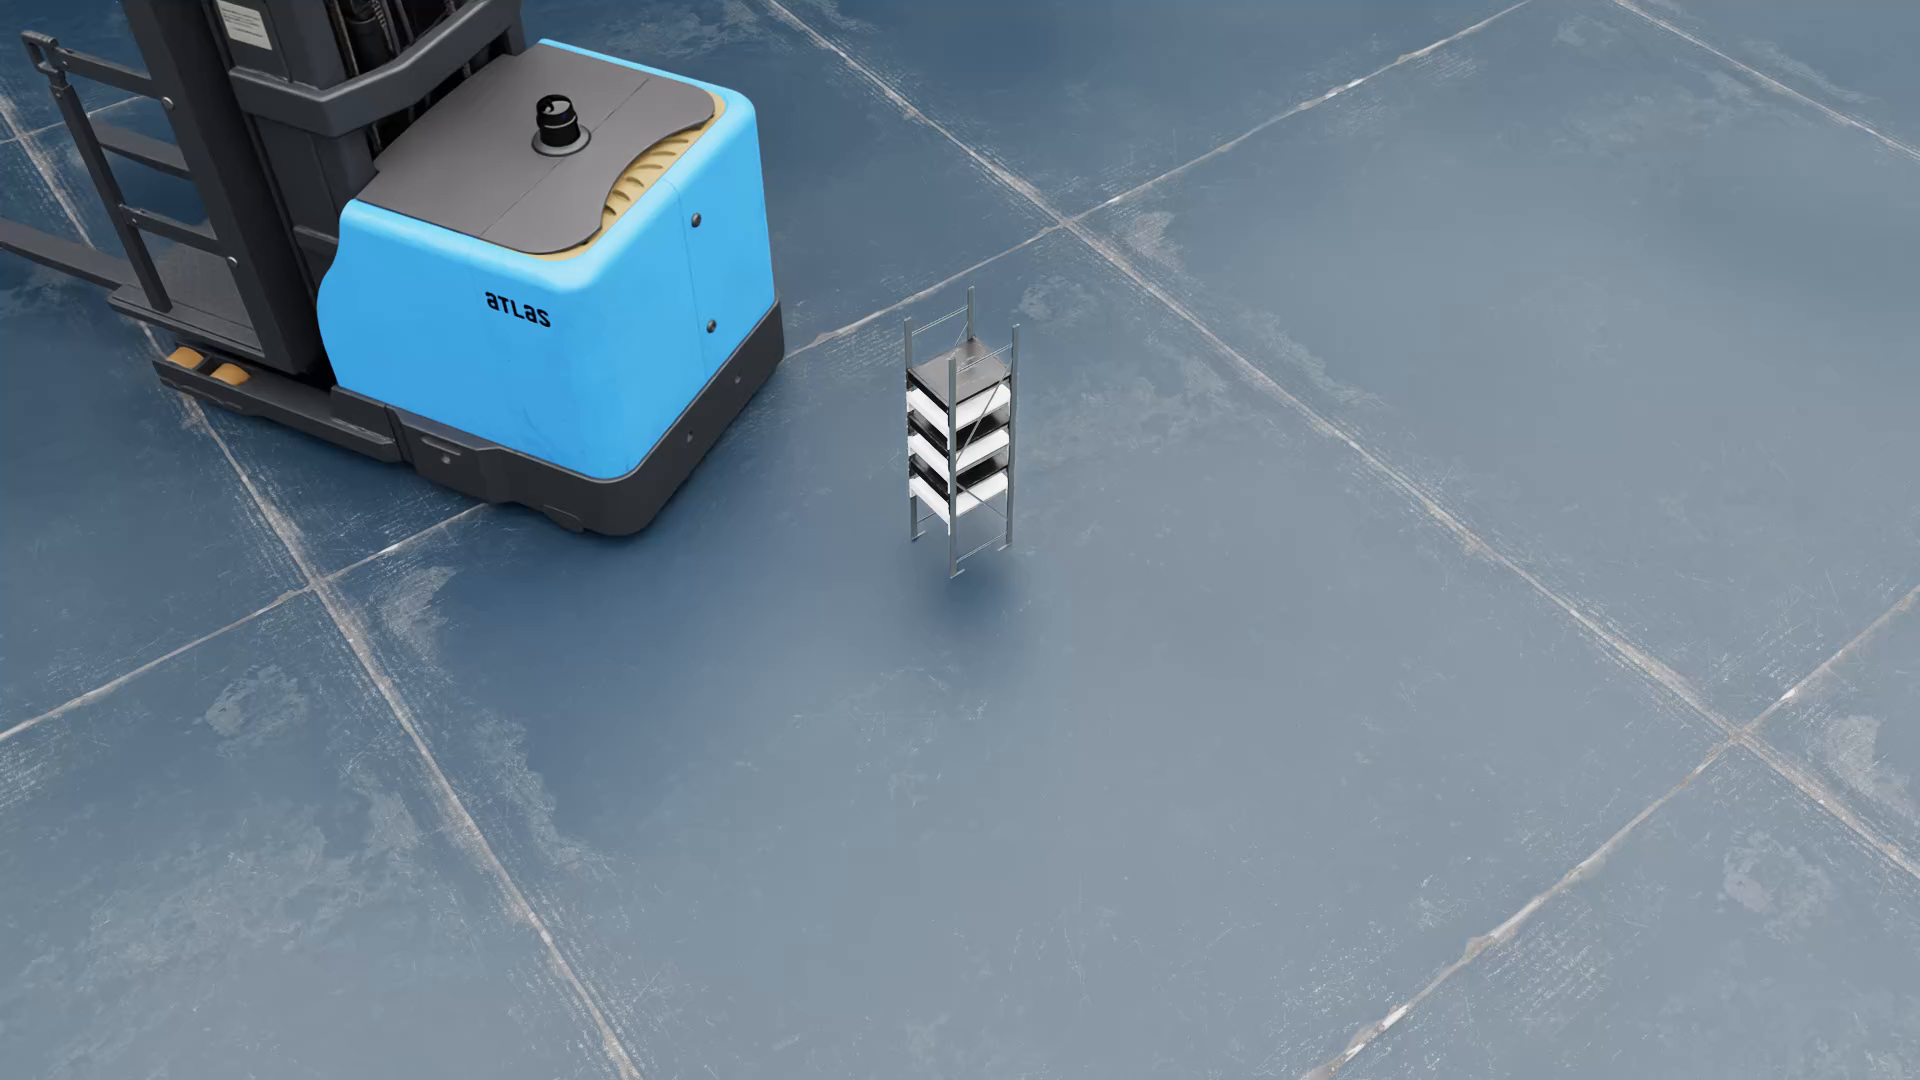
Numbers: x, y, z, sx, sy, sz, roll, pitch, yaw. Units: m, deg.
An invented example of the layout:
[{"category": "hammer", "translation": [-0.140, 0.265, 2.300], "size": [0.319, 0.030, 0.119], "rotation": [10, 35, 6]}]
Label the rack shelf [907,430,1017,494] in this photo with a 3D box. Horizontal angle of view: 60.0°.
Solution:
[{"category": "rack shelf", "translation": [0.005, -0.275, 4.937], "size": [0.258, 0.077, 0.200], "rotation": [-29, 54, -24]}]

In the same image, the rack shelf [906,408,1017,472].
[{"category": "rack shelf", "translation": [0.005, -0.336, 4.870], "size": [0.258, 0.077, 0.200], "rotation": [-29, 54, -24]}]

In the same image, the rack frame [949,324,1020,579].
[{"category": "rack frame", "translation": [0.066, -0.237, 4.858], "size": [0.240, 0.900, 0.006], "rotation": [-29, 54, -24]}]

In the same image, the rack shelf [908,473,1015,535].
[{"category": "rack shelf", "translation": [0.005, -0.154, 5.070], "size": [0.258, 0.077, 0.200], "rotation": [-29, 54, -24]}]

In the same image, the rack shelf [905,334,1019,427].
[{"category": "rack shelf", "translation": [0.005, -0.456, 4.737], "size": [0.258, 0.077, 0.200], "rotation": [-29, 54, -24]}]

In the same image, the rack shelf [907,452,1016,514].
[{"category": "rack shelf", "translation": [0.005, -0.215, 5.004], "size": [0.258, 0.077, 0.200], "rotation": [-29, 54, -24]}]

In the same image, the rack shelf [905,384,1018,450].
[{"category": "rack shelf", "translation": [0.005, -0.396, 4.804], "size": [0.258, 0.077, 0.200], "rotation": [-29, 54, -24]}]

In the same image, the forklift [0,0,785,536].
[{"category": "forklift", "translation": [-2.163, -1.750, 4.858], "size": [3.031, 2.935, 1.130], "rotation": [19, 51, 17]}]

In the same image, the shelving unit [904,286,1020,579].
[{"category": "shelving unit", "translation": [0.005, -0.297, 4.912], "size": [0.258, 0.900, 0.210], "rotation": [-29, 54, -24]}]

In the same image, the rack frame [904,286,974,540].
[{"category": "rack frame", "translation": [-0.057, -0.357, 4.967], "size": [0.240, 0.900, 0.006], "rotation": [-29, 54, -24]}]
